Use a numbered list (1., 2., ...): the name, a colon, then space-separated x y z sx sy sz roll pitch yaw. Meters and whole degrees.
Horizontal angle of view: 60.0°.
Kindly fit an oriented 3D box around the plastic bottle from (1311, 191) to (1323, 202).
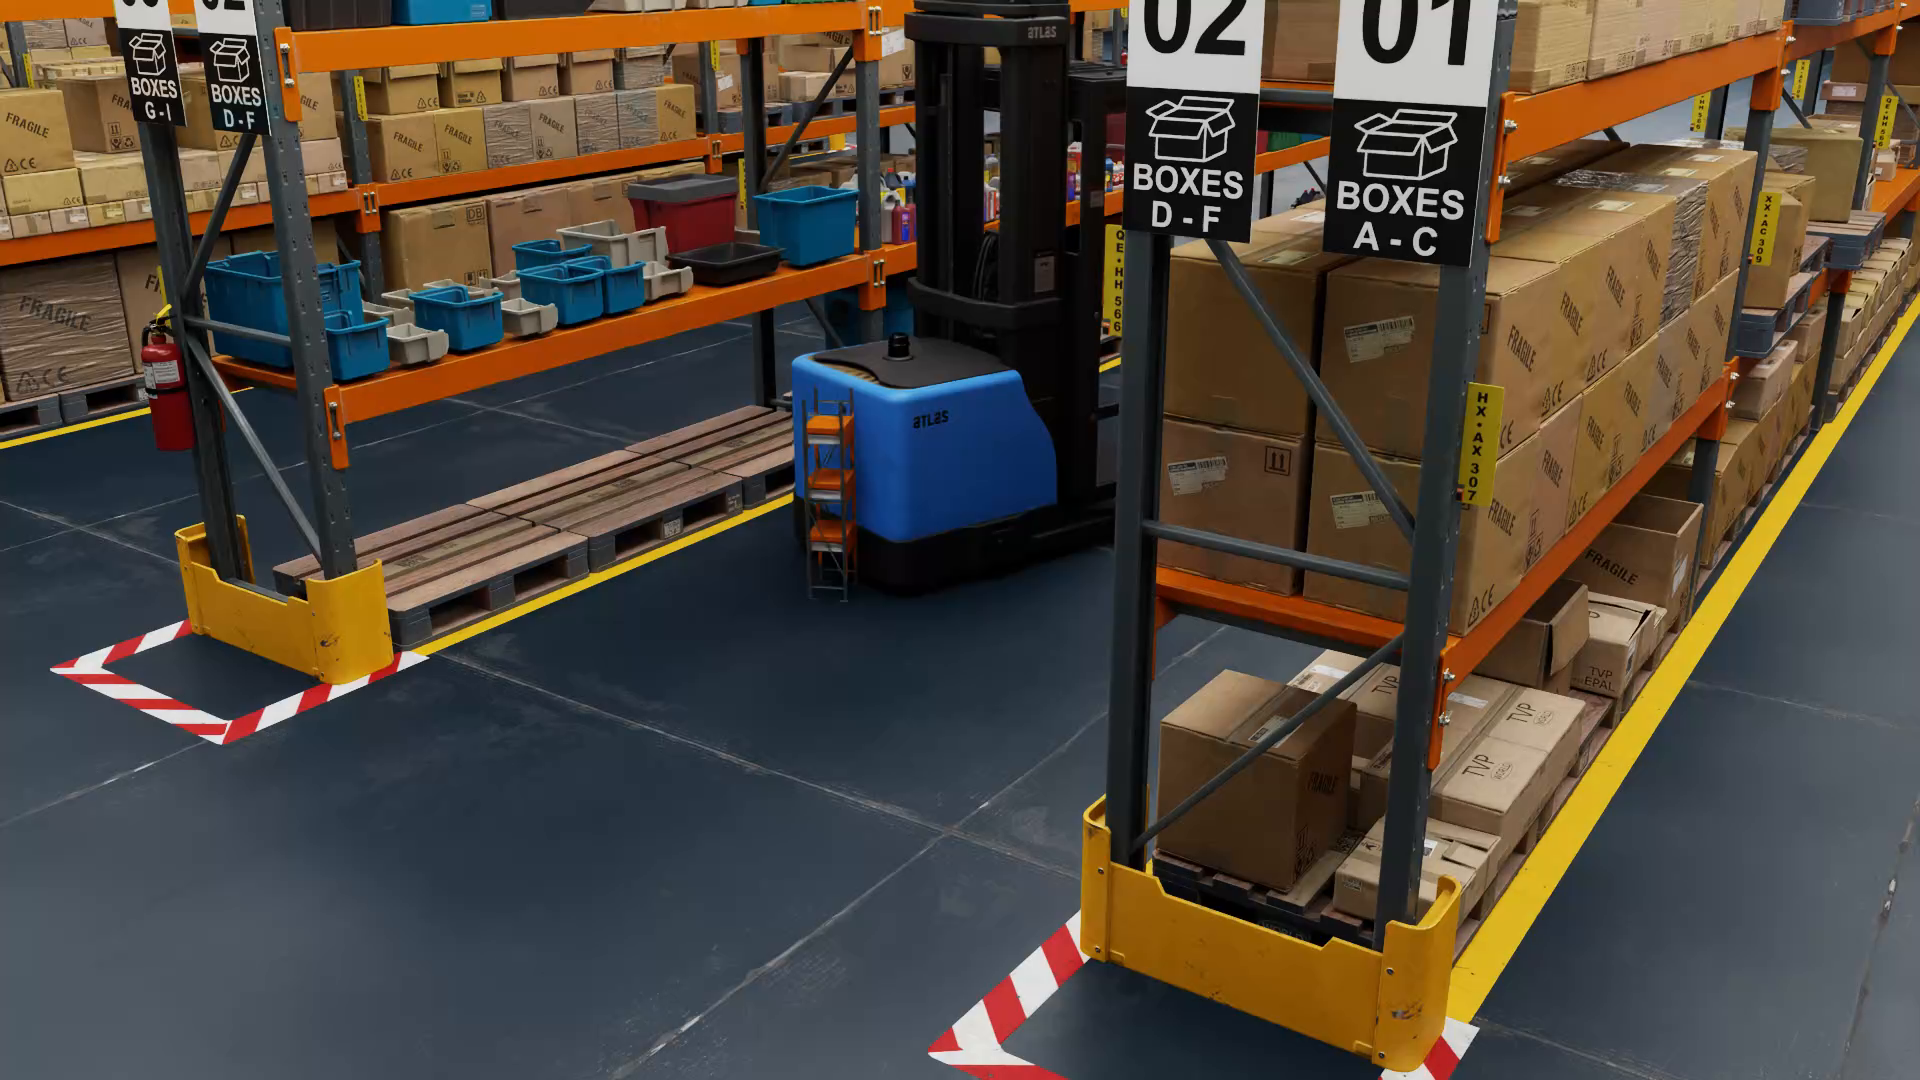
1. plastic bottle: 3.807 -3.536 17.685 0.144 0.351 0.185 13 24 32

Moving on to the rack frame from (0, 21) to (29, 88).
1. rack frame: -9.074 -4.026 15.825 1.000 3.000 0.127 13 24 32

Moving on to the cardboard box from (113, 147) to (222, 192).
1. cardboard box: -5.636 -2.626 11.827 0.500 0.250 0.500 14 24 33

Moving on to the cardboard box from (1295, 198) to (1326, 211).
1. cardboard box: 1.507 -0.941 5.900 0.500 0.500 0.500 14 25 33

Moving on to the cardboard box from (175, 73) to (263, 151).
1. cardboard box: -5.351 -3.124 12.092 0.500 0.500 0.500 14 24 32

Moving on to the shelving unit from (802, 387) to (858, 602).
1. shelving unit: -0.651 -0.227 8.364 0.215 1.050 0.252 3 21 8

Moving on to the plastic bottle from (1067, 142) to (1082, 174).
1. plastic bottle: 0.931 -3.063 13.399 0.152 0.276 0.135 13 24 32

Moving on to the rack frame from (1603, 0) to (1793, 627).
1. rack frame: 3.162 -1.097 7.906 1.000 3.000 0.127 13 24 32

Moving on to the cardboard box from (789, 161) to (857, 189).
1. cardboard box: -1.493 -3.893 18.436 0.700 0.500 0.500 11 23 27

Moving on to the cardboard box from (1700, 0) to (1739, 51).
1. cardboard box: 2.544 -1.955 6.120 0.500 0.250 0.500 13 24 32

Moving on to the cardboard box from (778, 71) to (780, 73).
1. cardboard box: -2.066 -4.842 17.621 0.396 0.266 0.258 12 24 30

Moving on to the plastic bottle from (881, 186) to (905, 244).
1. plastic bottle: -0.444 -2.090 10.663 0.144 0.351 0.185 13 24 32

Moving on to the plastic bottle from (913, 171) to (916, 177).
1. plastic bottle: -0.284 -2.536 11.977 0.152 0.276 0.135 13 24 32

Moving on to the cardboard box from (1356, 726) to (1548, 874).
1. cardboard box: 1.734 0.890 5.864 0.500 0.250 0.500 13 24 32

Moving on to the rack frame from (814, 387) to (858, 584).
1. rack frame: -0.632 -0.268 8.477 0.200 1.050 0.008 3 21 8

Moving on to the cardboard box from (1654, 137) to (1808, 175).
1. cardboard box: 4.477 -2.060 9.762 0.500 0.500 0.700 -19 28 -41

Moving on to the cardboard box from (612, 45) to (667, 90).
1. cardboard box: -3.205 -4.488 15.485 0.797 0.503 0.637 14 25 34

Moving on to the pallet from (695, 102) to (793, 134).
1. pallet: -2.468 -4.313 16.877 1.213 0.211 1.003 13 24 32

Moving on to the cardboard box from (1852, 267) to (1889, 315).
1. cardboard box: 6.813 -1.954 12.773 0.500 0.311 0.500 13 24 31

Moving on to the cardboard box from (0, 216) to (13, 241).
1. cardboard box: -6.373 -2.024 10.776 0.380 0.149 0.250 13 24 31

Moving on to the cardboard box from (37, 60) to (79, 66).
1. cardboard box: -8.860 -4.615 16.316 0.380 0.149 0.250 12 24 30

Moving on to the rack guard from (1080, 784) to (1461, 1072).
1. rack guard: 0.956 1.202 5.296 1.175 0.500 0.348 13 24 32

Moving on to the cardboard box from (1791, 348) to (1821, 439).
1. cardboard box: 5.079 -0.964 10.517 0.500 0.500 0.500 14 25 34

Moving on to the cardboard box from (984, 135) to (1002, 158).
1. cardboard box: 0.326 -4.816 20.959 0.500 0.500 0.500 11 23 27

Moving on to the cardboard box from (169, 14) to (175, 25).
1. cardboard box: -10.532 -6.577 21.545 0.500 0.500 0.500 12 24 30

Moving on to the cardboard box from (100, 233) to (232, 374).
1. cardboard box: -5.972 -1.798 12.260 0.875 0.875 0.875 13 24 32

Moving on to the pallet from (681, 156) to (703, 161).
1. pallet: -4.085 -5.216 23.063 1.003 0.211 1.213 13 24 32

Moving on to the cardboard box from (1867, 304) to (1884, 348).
1. cardboard box: 6.805 -1.687 12.859 0.500 0.250 0.500 14 24 33

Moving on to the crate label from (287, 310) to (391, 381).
1. crate label: -2.770 -0.872 7.455 0.416 0.233 0.303 13 24 32

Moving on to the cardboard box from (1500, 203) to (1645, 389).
1. cardboard box: 1.954 -0.835 5.613 0.500 0.500 0.500 14 24 33

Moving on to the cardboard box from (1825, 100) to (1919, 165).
1. cardboard box: 7.903 -3.568 14.442 0.700 0.500 0.500 13 24 30

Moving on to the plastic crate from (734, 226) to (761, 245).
1. plastic crate: -1.313 -1.863 10.270 0.396 0.136 0.243 13 24 32

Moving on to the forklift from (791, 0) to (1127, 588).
1. forklift: 0.572 -1.520 9.149 3.031 2.935 1.130 -15 25 -35

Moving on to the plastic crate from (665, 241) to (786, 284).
1. plastic crate: -1.340 -1.589 9.548 0.437 0.125 0.590 13 24 32

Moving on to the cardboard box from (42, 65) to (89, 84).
1. cardboard box: -8.473 -4.408 15.756 0.380 0.149 0.250 15 25 35

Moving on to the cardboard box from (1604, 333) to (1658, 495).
1. cardboard box: 2.233 -0.507 6.169 0.500 0.500 0.500 14 24 33

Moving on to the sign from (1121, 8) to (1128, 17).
1. sign: 2.164 -7.050 21.876 0.100 0.325 0.005 13 24 32

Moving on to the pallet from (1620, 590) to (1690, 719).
1. pallet: 2.775 0.408 7.858 1.003 0.211 1.213 13 24 32

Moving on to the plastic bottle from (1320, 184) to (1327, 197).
1. plastic bottle: 3.977 -3.712 18.160 0.144 0.351 0.185 13 24 31

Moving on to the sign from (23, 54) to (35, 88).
1. sign: -8.621 -4.328 15.395 0.100 0.325 0.005 13 24 32

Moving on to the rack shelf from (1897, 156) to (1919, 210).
1. rack shelf: 8.783 -3.629 15.788 1.077 0.370 4.000 13 24 32

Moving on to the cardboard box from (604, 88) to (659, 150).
1. cardboard box: -3.138 -3.892 15.320 0.500 0.500 0.500 13 24 31

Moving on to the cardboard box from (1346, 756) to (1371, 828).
1. cardboard box: 1.317 0.871 6.037 0.380 0.166 0.250 13 24 32

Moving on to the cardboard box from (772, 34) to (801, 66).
1. cardboard box: -2.791 -7.262 24.358 0.875 0.550 0.550 13 24 32

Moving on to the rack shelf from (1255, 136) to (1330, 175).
1. rack shelf: 2.440 -3.448 15.299 1.077 0.370 4.000 13 24 32

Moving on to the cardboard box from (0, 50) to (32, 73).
1. cardboard box: -11.595 -5.787 20.082 0.500 0.250 0.500 13 24 30

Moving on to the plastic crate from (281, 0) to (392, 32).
1. plastic crate: -2.734 -2.318 7.072 0.497 0.269 0.590 13 24 32

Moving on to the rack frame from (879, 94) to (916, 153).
1. rack frame: -0.532 -5.325 19.337 1.000 3.000 0.127 13 24 32

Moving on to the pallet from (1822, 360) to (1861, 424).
1. pallet: 5.905 -1.165 12.111 1.003 0.211 1.213 13 24 32

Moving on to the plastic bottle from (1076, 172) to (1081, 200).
1. plastic bottle: 0.848 -2.628 12.332 0.097 0.201 0.097 0 20 0

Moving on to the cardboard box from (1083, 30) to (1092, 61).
1. cardboard box: 1.203 -6.340 21.508 0.875 0.500 0.500 13 24 32

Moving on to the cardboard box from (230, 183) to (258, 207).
1. cardboard box: -5.363 -2.539 12.168 0.380 0.149 0.250 14 24 33

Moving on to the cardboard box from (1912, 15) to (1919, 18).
1. cardboard box: 8.468 -4.465 14.997 0.700 0.500 0.500 13 24 32
